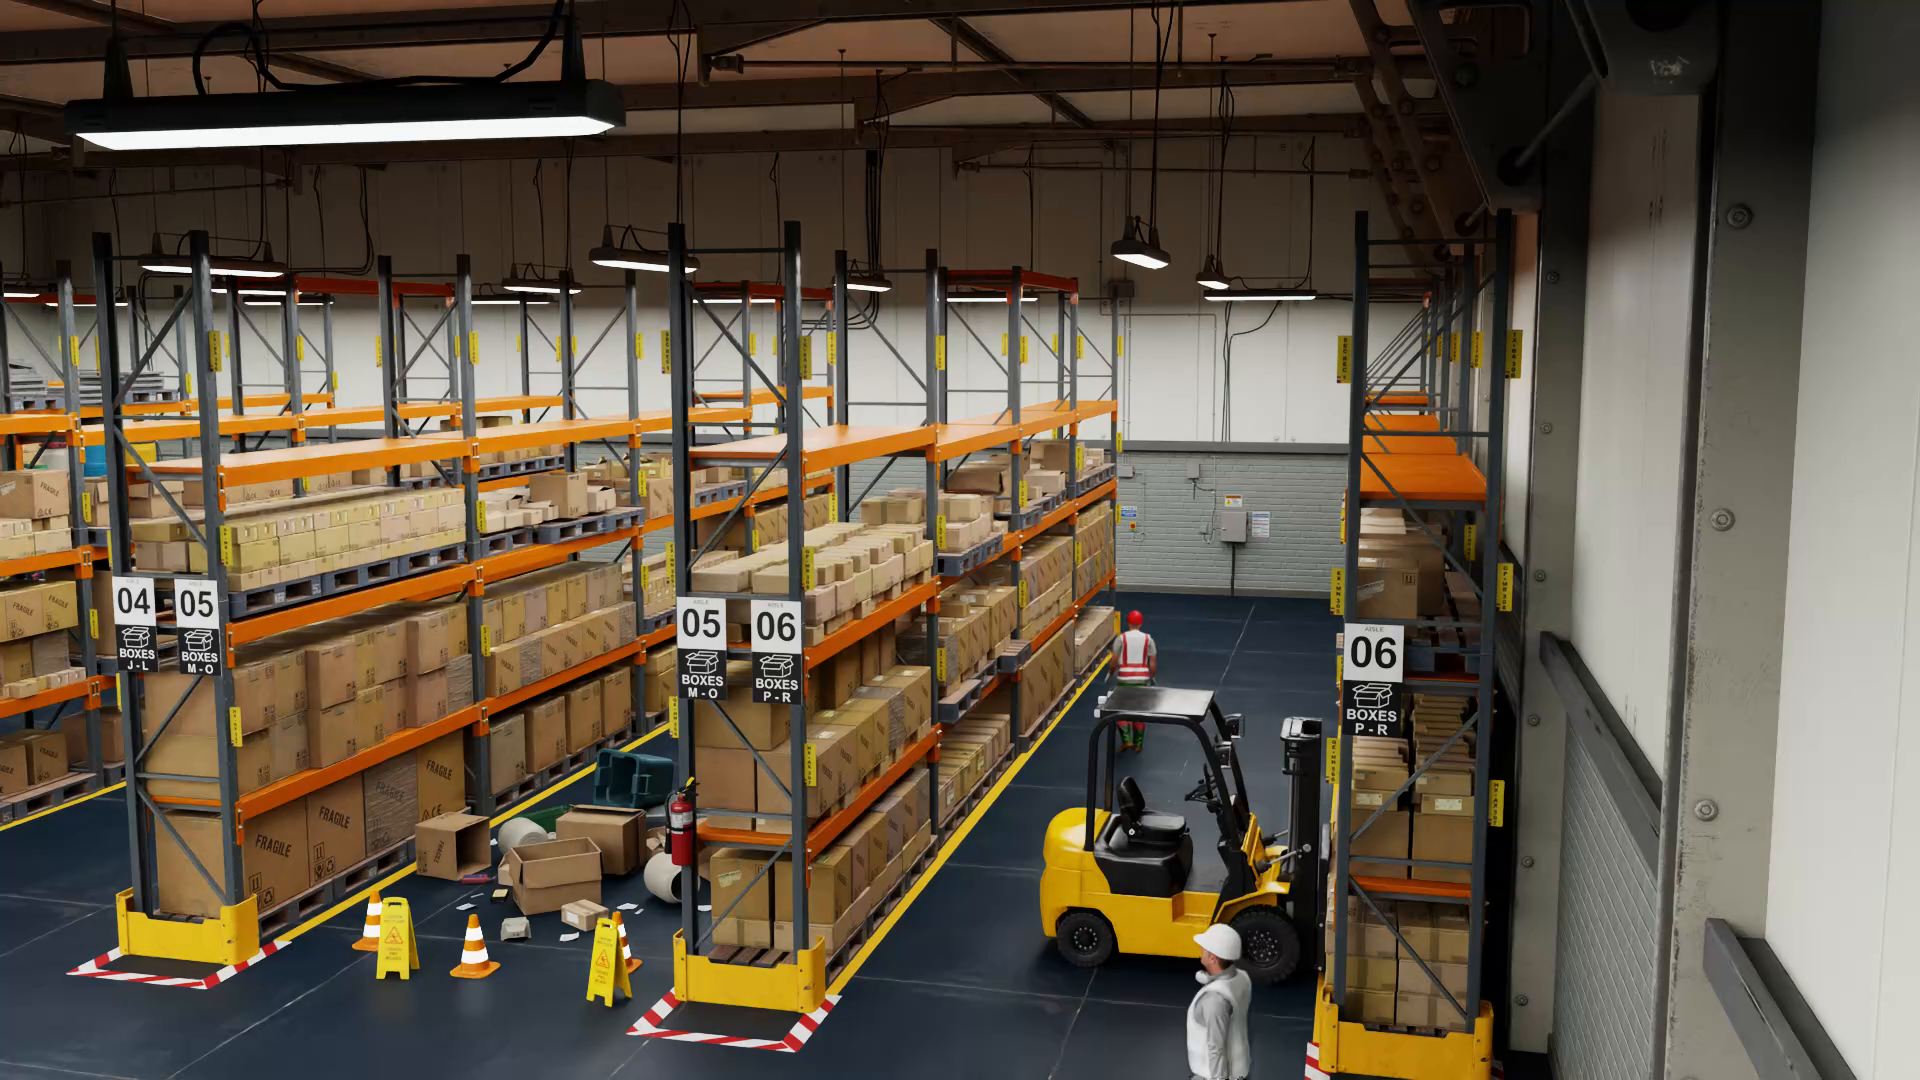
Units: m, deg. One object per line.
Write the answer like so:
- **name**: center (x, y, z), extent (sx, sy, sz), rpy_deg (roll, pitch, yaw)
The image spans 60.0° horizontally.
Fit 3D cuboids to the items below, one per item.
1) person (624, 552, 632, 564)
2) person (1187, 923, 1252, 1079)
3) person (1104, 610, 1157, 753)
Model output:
- **person**: center (-5.488, 0.958, 28.144), extent (0.543, 1.580, 0.701), rpy_deg (3, 8, 22)
- **person**: center (1.562, 3.114, 9.806), extent (0.999, 1.738, 0.541), rpy_deg (2, 7, 15)
- **person**: center (2.166, 1.778, 20.741), extent (0.634, 1.763, 0.660), rpy_deg (-1, 7, -11)
